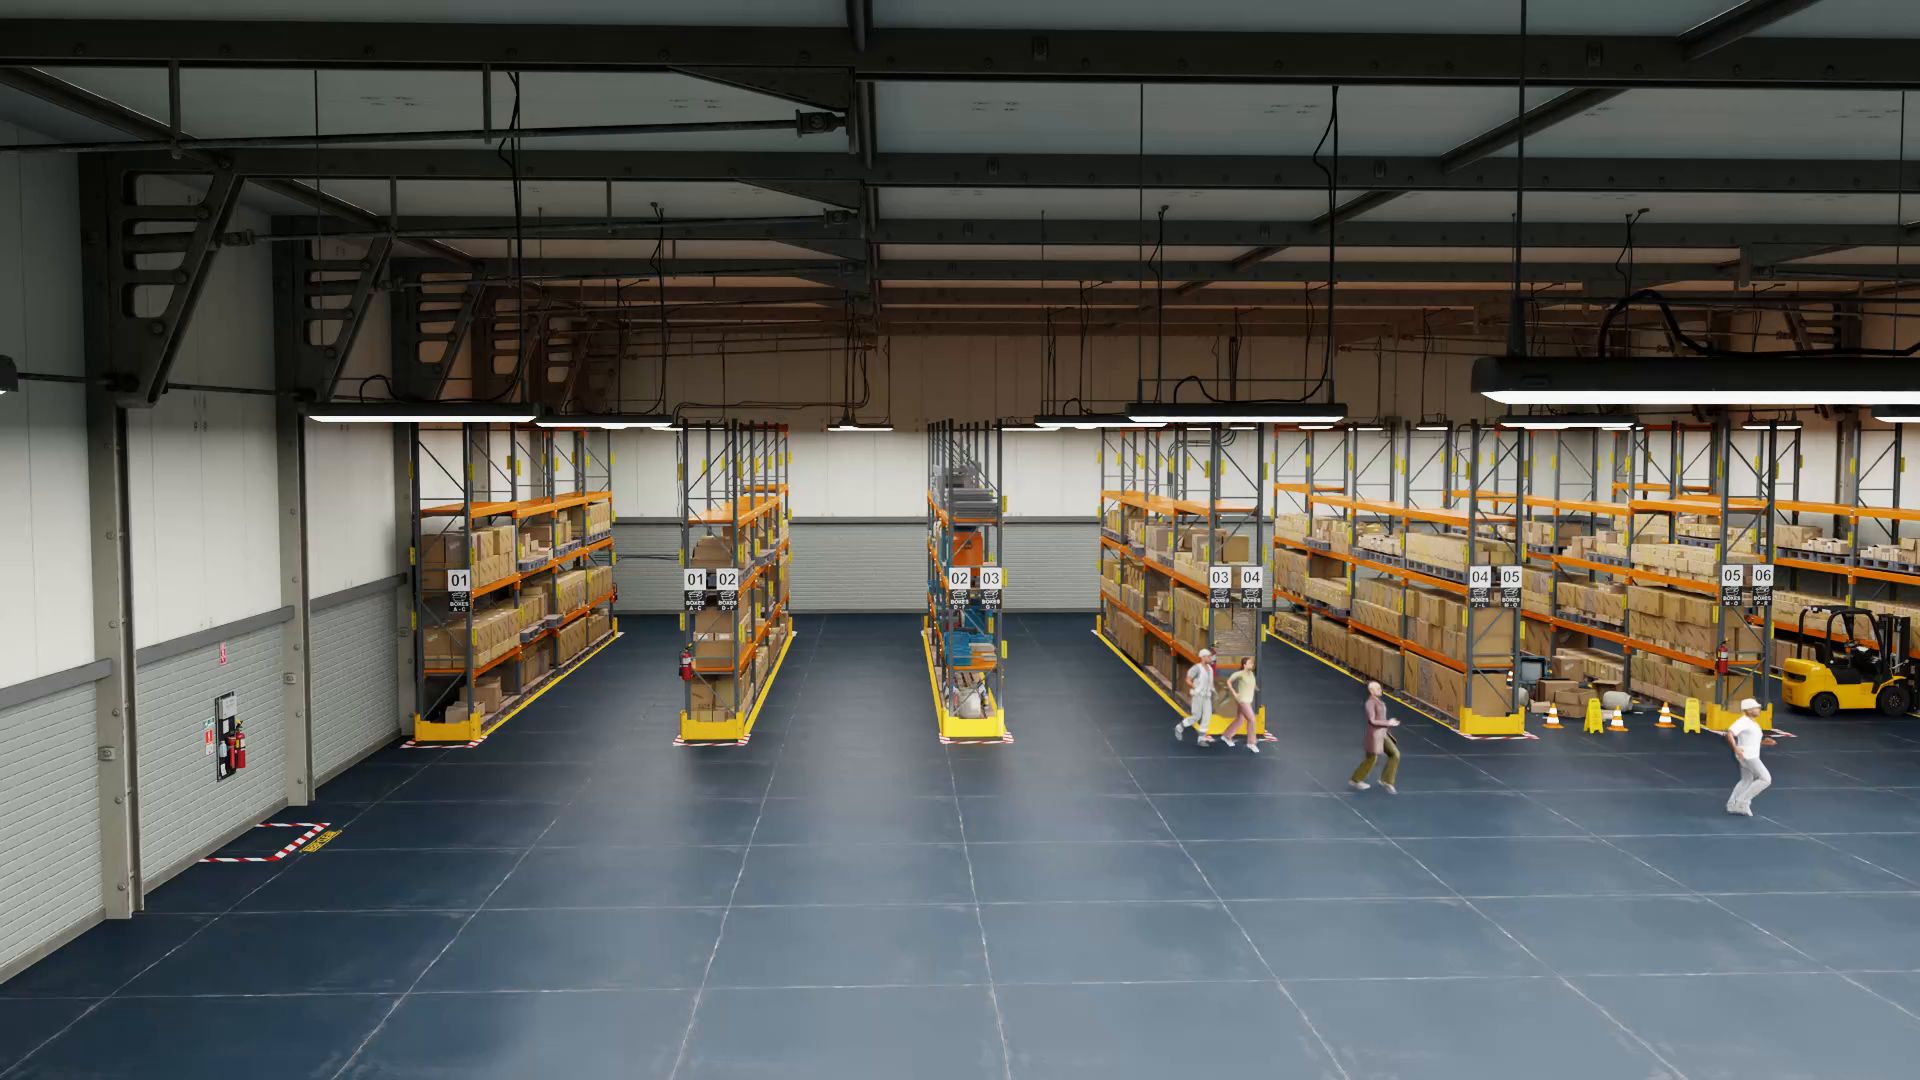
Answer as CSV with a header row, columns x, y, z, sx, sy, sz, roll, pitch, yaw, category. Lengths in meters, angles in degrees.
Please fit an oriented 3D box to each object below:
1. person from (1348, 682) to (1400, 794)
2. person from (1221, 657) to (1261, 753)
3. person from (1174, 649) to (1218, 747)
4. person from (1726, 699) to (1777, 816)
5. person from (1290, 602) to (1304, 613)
x,y,z,sx,sy,sz,roll,pitch,yaw,category
6.629,3.163,26.513,0.826,1.820,0.723,2,4,33,person
5.132,2.949,30.085,0.850,1.700,0.575,3,5,36,person
4.443,2.883,30.630,0.722,1.750,0.804,-3,5,-39,person
11.834,3.251,24.868,0.666,1.747,0.695,2,4,29,person
10.039,1.804,49.054,0.690,1.609,0.546,0,4,2,person
